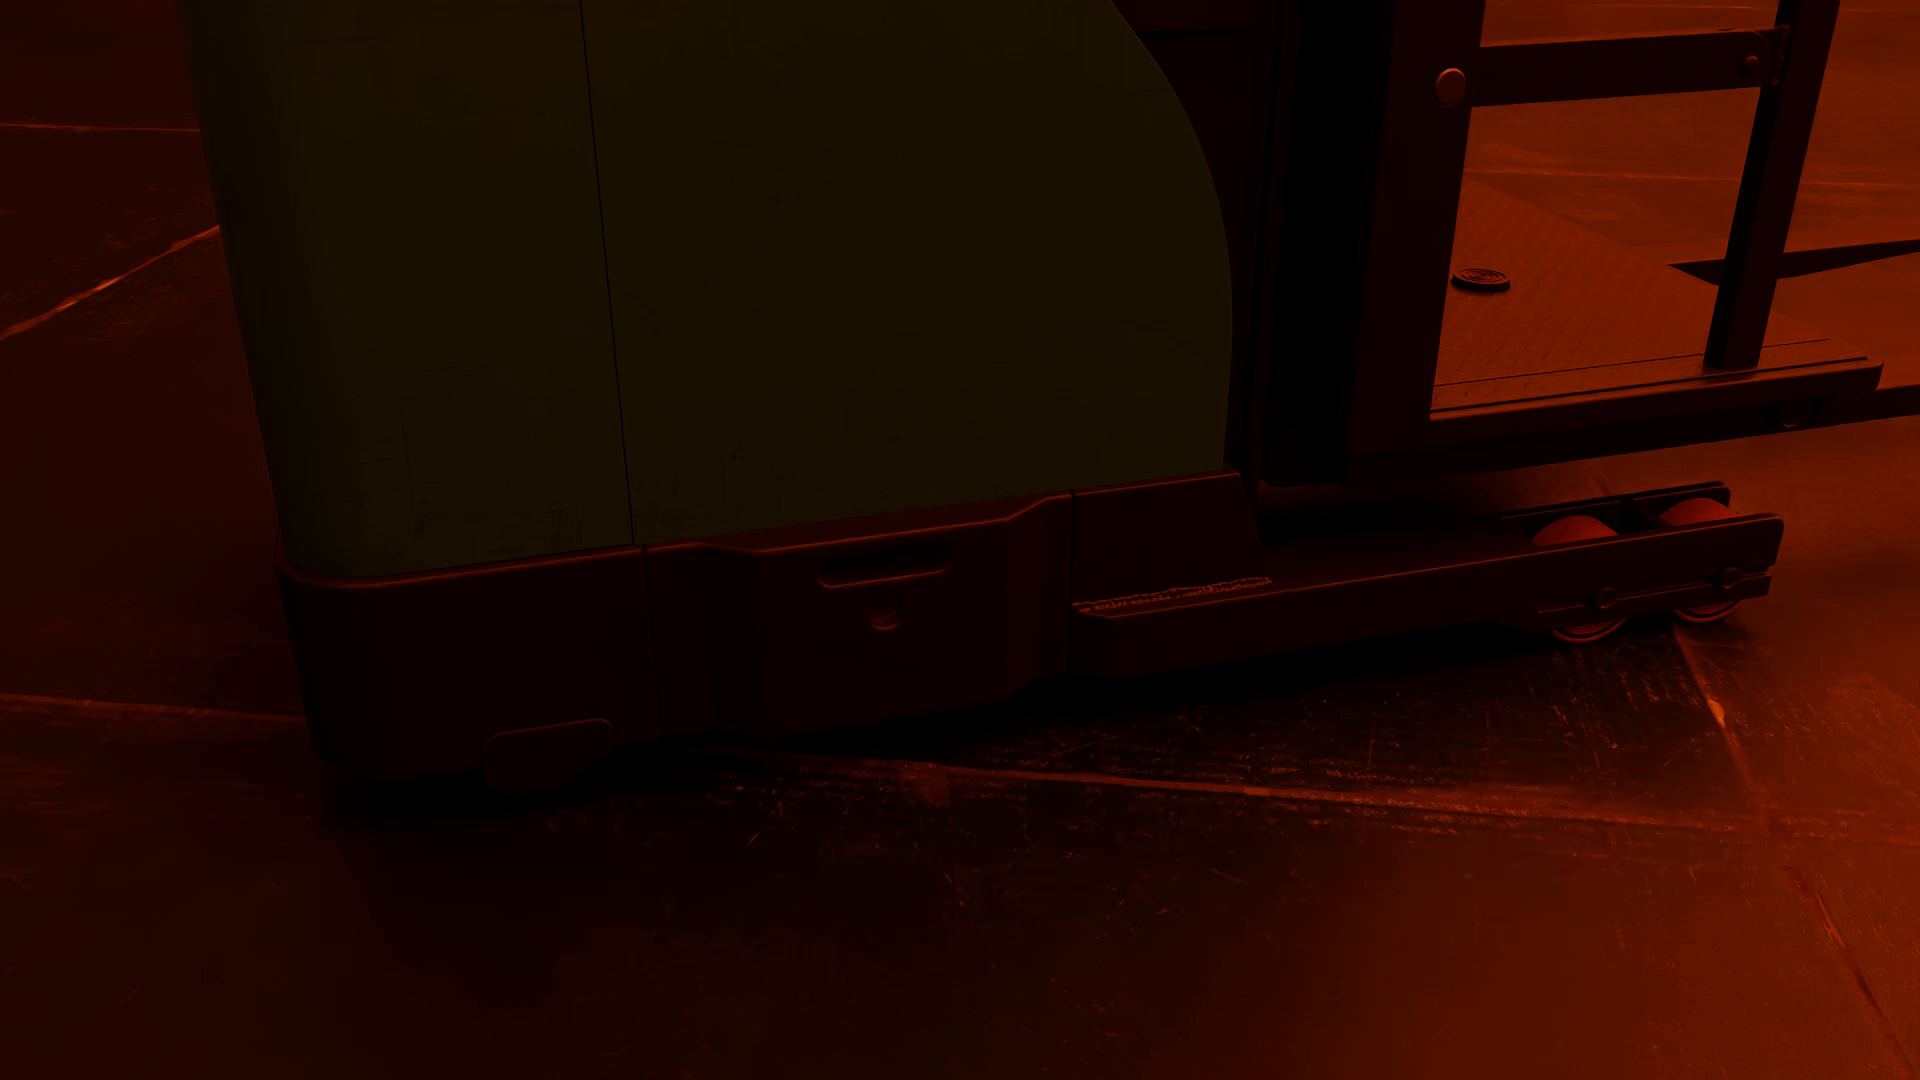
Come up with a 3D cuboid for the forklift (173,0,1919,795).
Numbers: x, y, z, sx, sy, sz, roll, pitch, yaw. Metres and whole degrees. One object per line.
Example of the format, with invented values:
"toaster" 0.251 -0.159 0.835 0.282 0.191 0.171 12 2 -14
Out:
"forklift" 0.598 -1.392 2.007 3.031 2.935 1.130 -8 28 -15
